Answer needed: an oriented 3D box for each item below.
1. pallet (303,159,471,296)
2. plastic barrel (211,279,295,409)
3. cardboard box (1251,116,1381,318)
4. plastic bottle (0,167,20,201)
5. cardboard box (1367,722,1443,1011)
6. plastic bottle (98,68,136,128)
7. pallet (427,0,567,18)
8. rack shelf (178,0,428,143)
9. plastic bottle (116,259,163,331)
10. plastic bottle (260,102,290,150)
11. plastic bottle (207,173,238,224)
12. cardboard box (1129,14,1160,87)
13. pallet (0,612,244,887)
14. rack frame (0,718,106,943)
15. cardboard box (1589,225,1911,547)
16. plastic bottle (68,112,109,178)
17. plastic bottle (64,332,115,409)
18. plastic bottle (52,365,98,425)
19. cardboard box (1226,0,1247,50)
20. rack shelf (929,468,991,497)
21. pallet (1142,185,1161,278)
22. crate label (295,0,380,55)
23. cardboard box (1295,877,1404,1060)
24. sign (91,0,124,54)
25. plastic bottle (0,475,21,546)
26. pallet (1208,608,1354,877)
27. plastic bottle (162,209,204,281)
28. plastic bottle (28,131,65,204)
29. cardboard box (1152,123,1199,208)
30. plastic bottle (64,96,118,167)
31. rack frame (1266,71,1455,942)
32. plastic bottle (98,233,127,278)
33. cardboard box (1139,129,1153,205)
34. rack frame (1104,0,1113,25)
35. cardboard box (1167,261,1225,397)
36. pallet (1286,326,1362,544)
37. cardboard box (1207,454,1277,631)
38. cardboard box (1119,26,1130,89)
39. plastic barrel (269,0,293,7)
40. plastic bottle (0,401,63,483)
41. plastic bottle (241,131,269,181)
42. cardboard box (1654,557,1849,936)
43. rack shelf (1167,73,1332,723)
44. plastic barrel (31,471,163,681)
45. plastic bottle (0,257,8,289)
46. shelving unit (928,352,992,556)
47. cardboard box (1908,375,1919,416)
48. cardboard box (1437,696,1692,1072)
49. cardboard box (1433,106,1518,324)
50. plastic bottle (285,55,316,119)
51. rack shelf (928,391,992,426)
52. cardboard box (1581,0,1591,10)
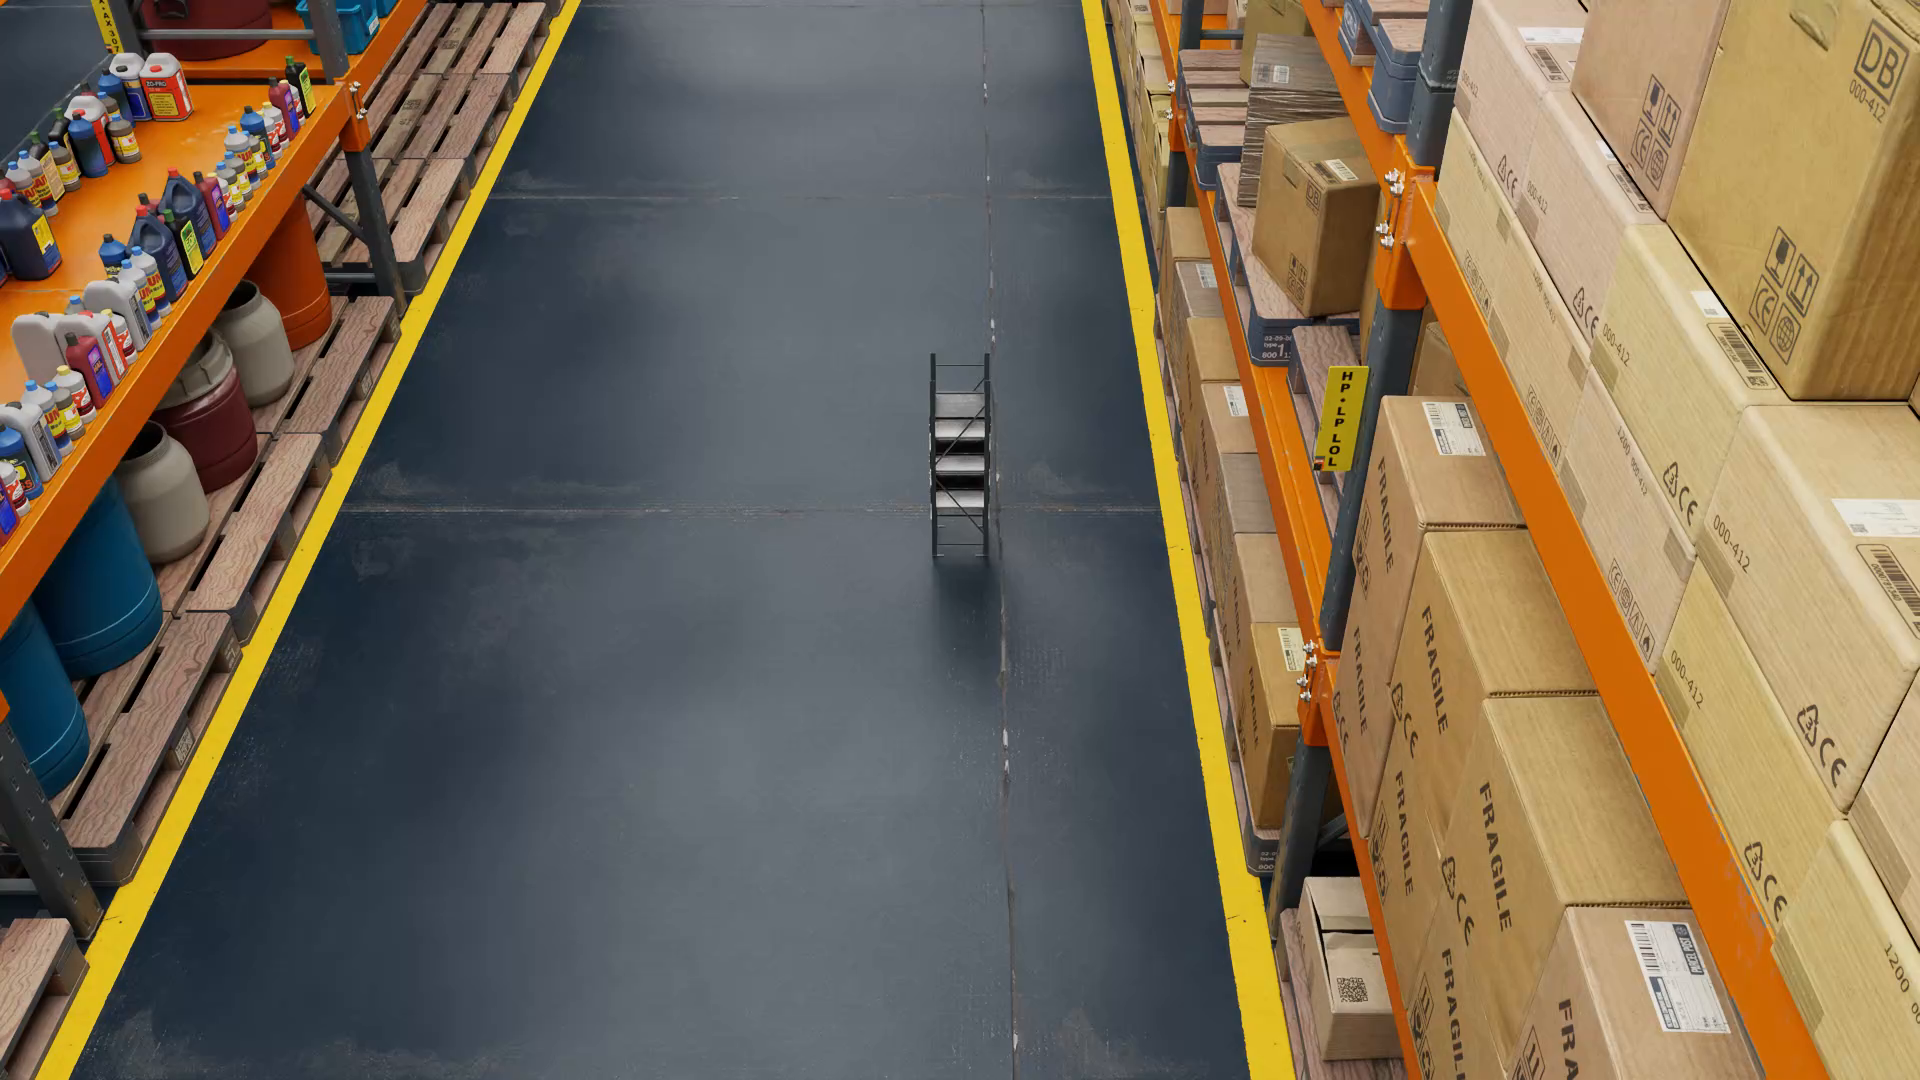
[{"bbox_3d":[-3.378,-1.759,9.276,1.003,0.211,1.213,0,39,0],"label":"pallet"},{"bbox_3d":[-3.309,-0.897,7.624,0.421,0.512,0.421,0,39,0],"label":"plastic barrel"},{"bbox_3d":[1.478,-1.170,5.896,0.700,0.500,0.500,-9,40,-11],"label":"cardboard box"},{"bbox_3d":[-3.783,-1.324,6.597,0.061,0.283,0.133,0,39,0],"label":"plastic bottle"},{"bbox_3d":[1.274,0.737,3.851,0.500,0.500,0.500,1,39,1],"label":"cardboard box"},{"bbox_3d":[-3.766,-1.969,7.412,0.097,0.271,0.097,0,39,0],"label":"plastic bottle"},{"bbox_3d":[-3.380,-4.196,12.317,1.003,0.211,1.213,0,39,0],"label":"pallet"},{"bbox_3d":[-3.419,-3.333,9.586,1.077,0.370,4.000,0,39,0],"label":"rack shelf"},{"bbox_3d":[-3.005,-0.898,6.074,0.097,0.271,0.097,0,39,0],"label":"plastic bottle"},{"bbox_3d":[-3.007,-1.816,7.277,0.097,0.201,0.097,0,39,0],"label":"plastic bottle"},{"bbox_3d":[-3.006,-1.390,6.745,0.097,0.201,0.097,0,39,0],"label":"plastic bottle"},{"bbox_3d":[1.287,-2.955,9.954,0.500,0.311,0.500,1,39,1],"label":"cardboard box"},{"bbox_3d":[-3.371,0.744,6.153,1.003,0.211,1.213,0,39,0],"label":"pallet"},{"bbox_3d":[-3.412,0.139,4.679,1.000,3.000,0.127,0,39,0],"label":"rack frame"},{"bbox_3d":[1.285,-0.240,2.473,0.500,0.250,0.500,0,39,0],"label":"cardboard box"},{"bbox_3d":[-3.705,-1.680,7.051,0.097,0.271,0.097,0,39,0],"label":"plastic bottle"},{"bbox_3d":[-2.987,-0.601,5.695,0.061,0.283,0.133,0,39,0],"label":"plastic bottle"},{"bbox_3d":[-3.005,-0.497,5.630,0.097,0.201,0.097,0,39,0],"label":"plastic bottle"},{"bbox_3d":[1.580,-2.557,8.113,0.500,0.311,0.500,2,39,3],"label":"cardboard box"},{"bbox_3d":[0.000,-0.250,7.039,0.258,0.077,0.200,0,39,0],"label":"rack shelf"},{"bbox_3d":[1.575,-1.791,9.316,1.003,0.211,1.213,0,39,0],"label":"pallet"},{"bbox_3d":[-3.042,-2.561,8.181,0.303,0.233,0.416,0,39,0],"label":"crate label"},{"bbox_3d":[1.326,1.277,5.056,0.500,0.311,0.500,0,39,0],"label":"cardboard box"},{"bbox_3d":[-3.966,-2.422,7.743,0.100,0.325,0.005,0,39,0],"label":"sign"},{"bbox_3d":[-2.986,-0.129,5.106,0.061,0.283,0.133,0,39,0],"label":"plastic bottle"},{"bbox_3d":[1.503,0.717,6.187,1.003,0.211,1.213,0,39,0],"label":"pallet"},{"bbox_3d":[-2.988,-1.151,6.381,0.061,0.283,0.133,0,39,0],"label":"plastic bottle"},{"bbox_3d":[-3.784,-1.529,6.853,0.061,0.283,0.133,0,39,0],"label":"plastic bottle"},{"bbox_3d":[1.290,-2.001,8.763,0.500,0.311,0.500,1,39,1],"label":"cardboard box"},{"bbox_3d":[-3.739,-1.754,7.140,0.152,0.276,0.135,0,39,0],"label":"plastic bottle"},{"bbox_3d":[1.542,0.137,4.680,1.000,3.000,0.127,0,39,0],"label":"rack frame"},{"bbox_3d":[-3.150,-1.019,6.226,0.097,0.271,0.097,0,39,0],"label":"plastic bottle"},{"bbox_3d":[1.288,-2.106,9.343,0.500,0.250,0.500,0,39,-1],"label":"cardboard box"},{"bbox_3d":[1.532,-4.866,10.923,1.000,3.000,0.127,0,39,0],"label":"rack frame"},{"bbox_3d":[1.258,-0.948,7.682,0.500,0.500,0.500,-1,39,-2],"label":"cardboard box"},{"bbox_3d":[1.650,-0.288,5.364,1.003,0.211,1.213,0,39,0],"label":"pallet"},{"bbox_3d":[1.262,0.010,6.486,0.500,0.500,0.500,0,39,1],"label":"cardboard box"},{"bbox_3d":[1.288,-3.060,10.533,0.500,0.250,0.500,-1,39,-1],"label":"cardboard box"},{"bbox_3d":[-3.631,-3.050,8.567,0.421,0.512,0.421,0,39,0],"label":"plastic barrel"},{"bbox_3d":[-3.032,-0.332,5.364,0.152,0.276,0.135,0,39,0],"label":"plastic bottle"},{"bbox_3d":[-3.007,-1.634,7.049,0.097,0.201,0.097,0,39,0],"label":"plastic bottle"},{"bbox_3d":[1.294,0.268,2.239,0.500,0.250,0.500,0,39,0],"label":"cardboard box"},{"bbox_3d":[1.539,-0.833,6.466,1.077,0.370,4.000,0,39,0],"label":"rack shelf"},{"bbox_3d":[-3.396,0.010,6.180,0.600,0.901,0.708,0,39,0],"label":"plastic barrel"},{"bbox_3d":[-3.741,-1.106,6.271,0.144,0.351,0.185,0,39,0],"label":"plastic bottle"},{"bbox_3d":[0.000,-0.346,6.962,0.258,0.900,0.210,0,39,0],"label":"shelving unit"},{"bbox_3d":[1.599,-0.220,1.848,0.700,0.500,0.500,0,39,0],"label":"cardboard box"},{"bbox_3d":[1.262,0.647,3.164,0.500,0.500,0.500,-1,39,-1],"label":"cardboard box"},{"bbox_3d":[1.295,-0.670,3.409,0.500,0.250,0.500,0,39,0],"label":"cardboard box"},{"bbox_3d":[-2.989,-2.065,7.521,0.061,0.283,0.133,0,39,0],"label":"plastic bottle"},{"bbox_3d":[0.000,-0.531,6.814,0.258,0.077,0.200,0,39,0],"label":"rack shelf"},{"bbox_3d":[1.580,-1.158,3.019,0.700,0.500,0.500,0,39,0],"label":"cardboard box"}]
